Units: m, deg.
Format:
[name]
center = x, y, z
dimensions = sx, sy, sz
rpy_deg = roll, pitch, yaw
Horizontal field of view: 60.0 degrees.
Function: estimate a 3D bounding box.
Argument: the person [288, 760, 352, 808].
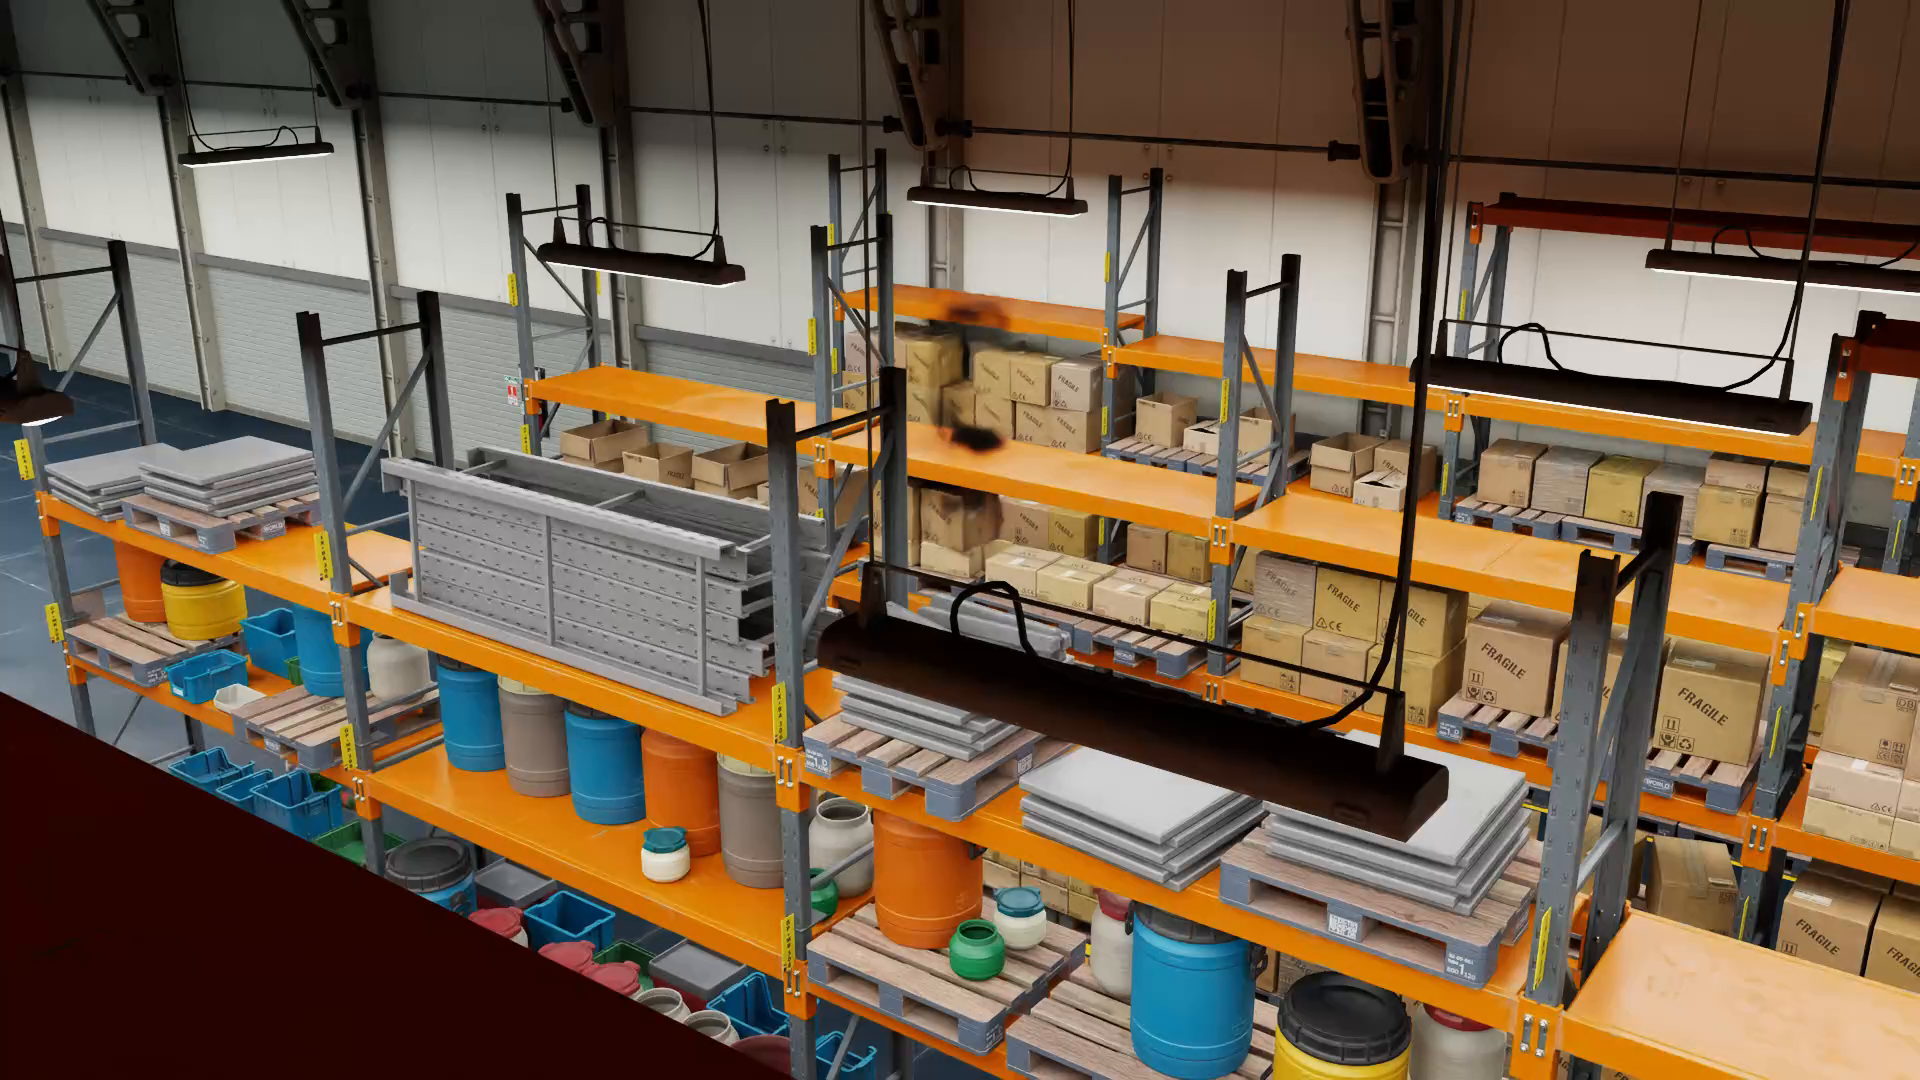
[person]
center = -1.009, 1.620, 17.180
dimensions = 10.375, 1.483, 5.196
rpy_deg = 3, 19, 10
